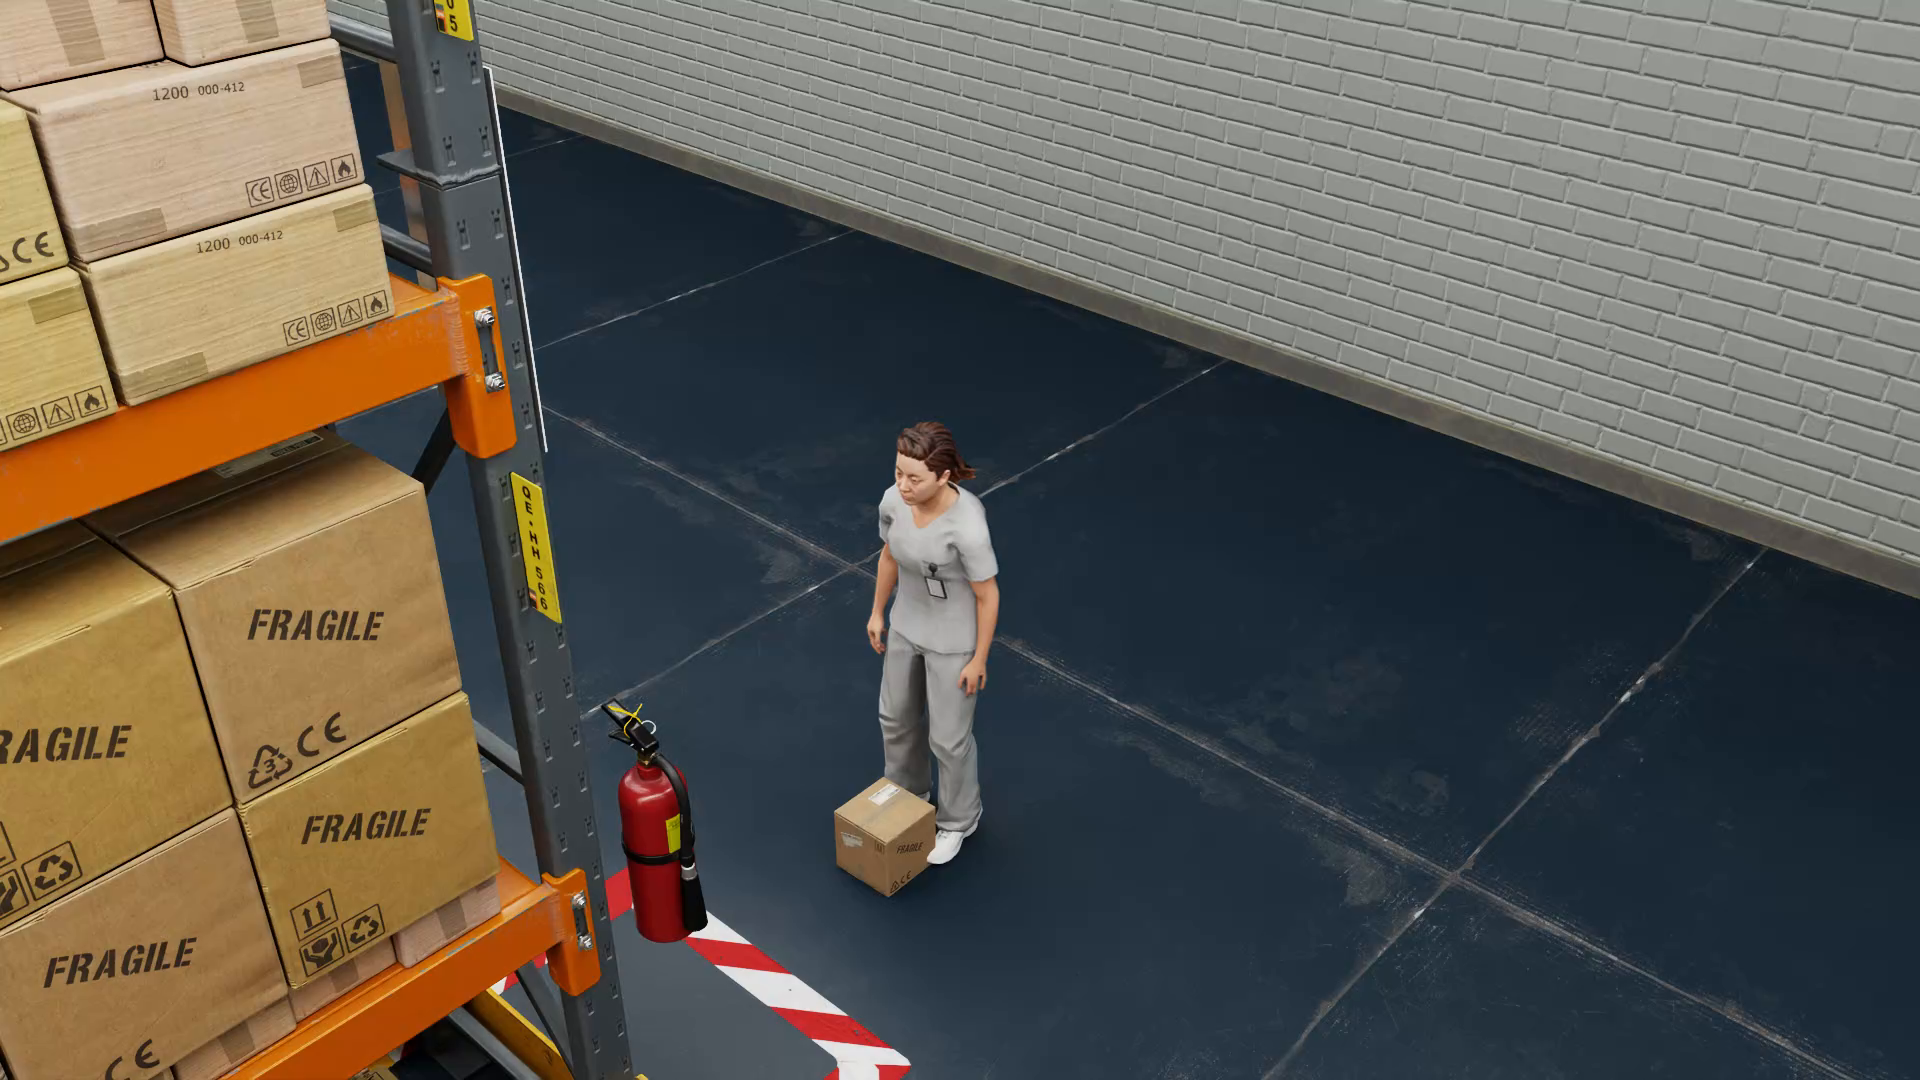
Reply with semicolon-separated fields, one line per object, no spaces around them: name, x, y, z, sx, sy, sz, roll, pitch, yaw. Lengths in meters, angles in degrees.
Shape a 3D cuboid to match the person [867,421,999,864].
person;-0.098;0.349;5.604;0.512;1.632;0.349;23;38;33
